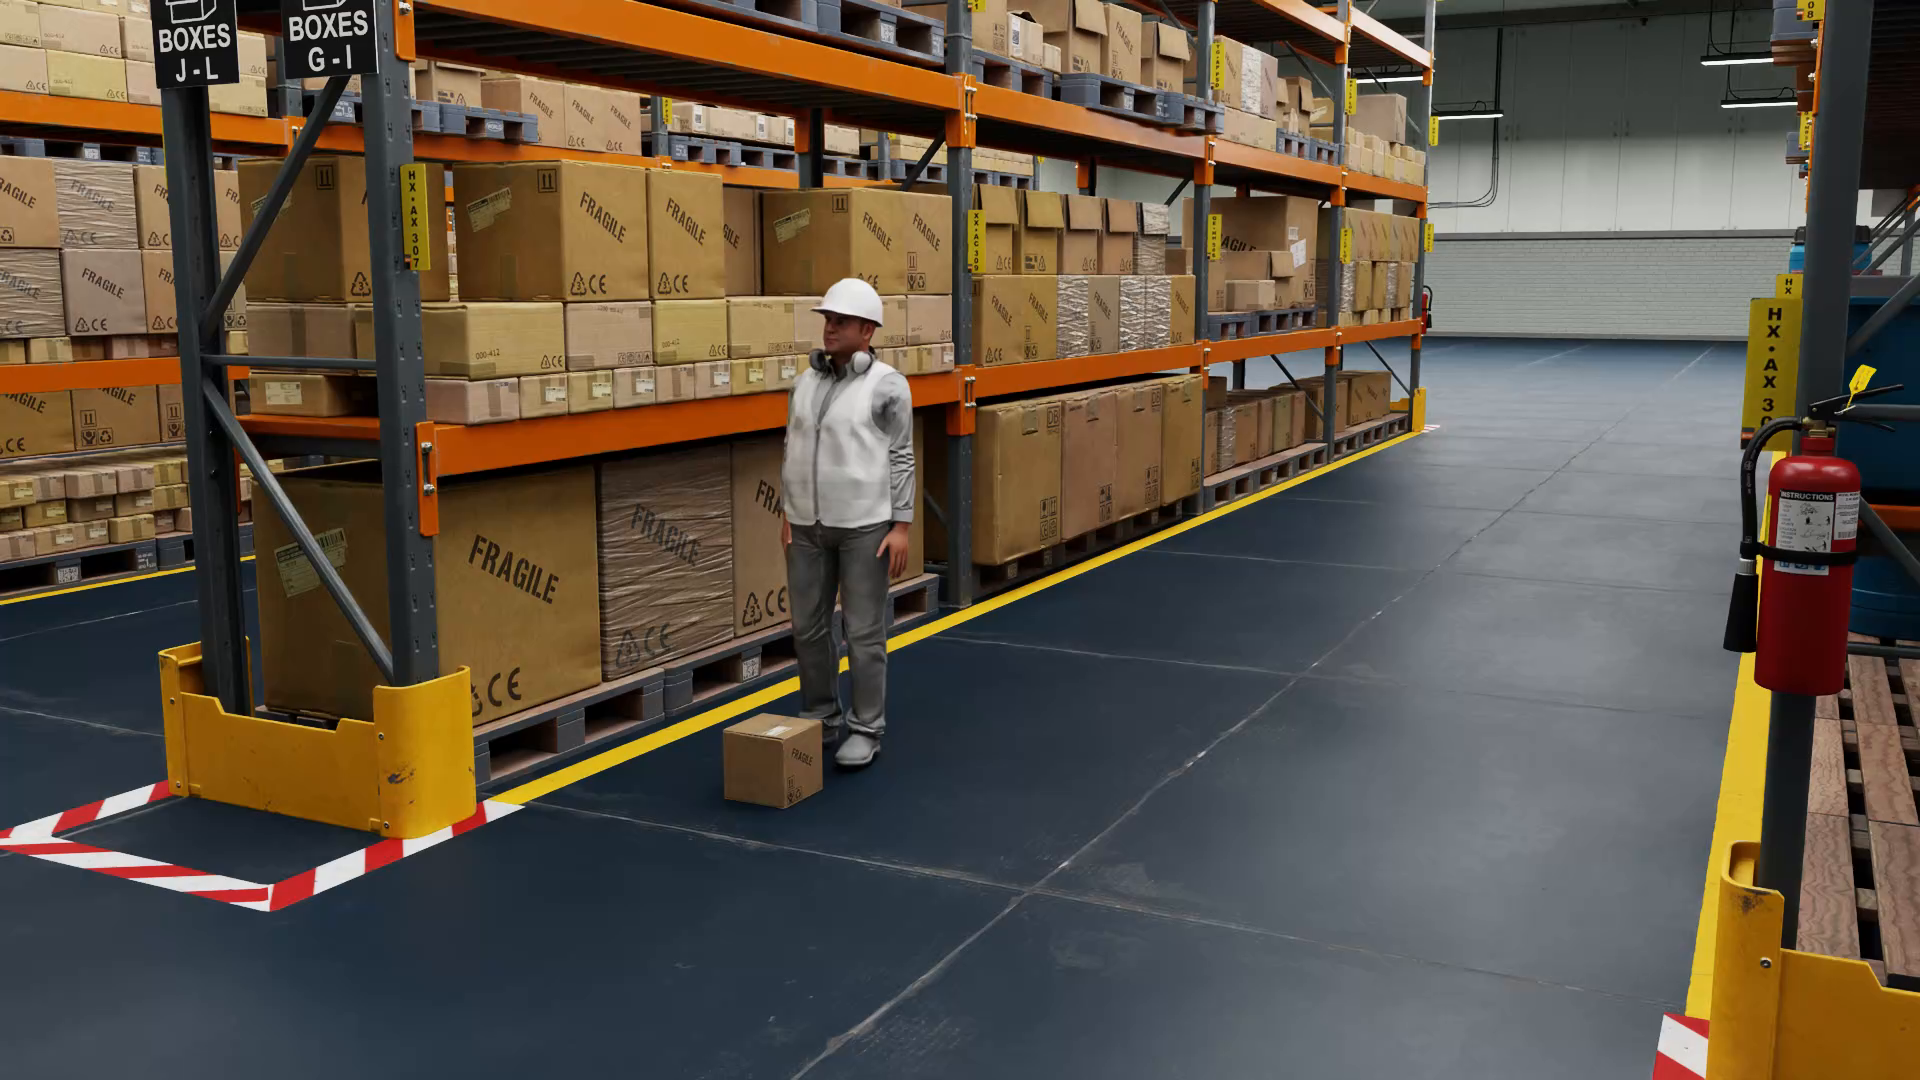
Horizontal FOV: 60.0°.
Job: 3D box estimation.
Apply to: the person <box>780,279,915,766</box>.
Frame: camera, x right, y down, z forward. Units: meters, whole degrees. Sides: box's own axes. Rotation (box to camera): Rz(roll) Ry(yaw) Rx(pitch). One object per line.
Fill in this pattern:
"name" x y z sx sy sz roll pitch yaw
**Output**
"person" -0.434 -0.052 6.110 0.562 1.795 0.367 4 10 26
